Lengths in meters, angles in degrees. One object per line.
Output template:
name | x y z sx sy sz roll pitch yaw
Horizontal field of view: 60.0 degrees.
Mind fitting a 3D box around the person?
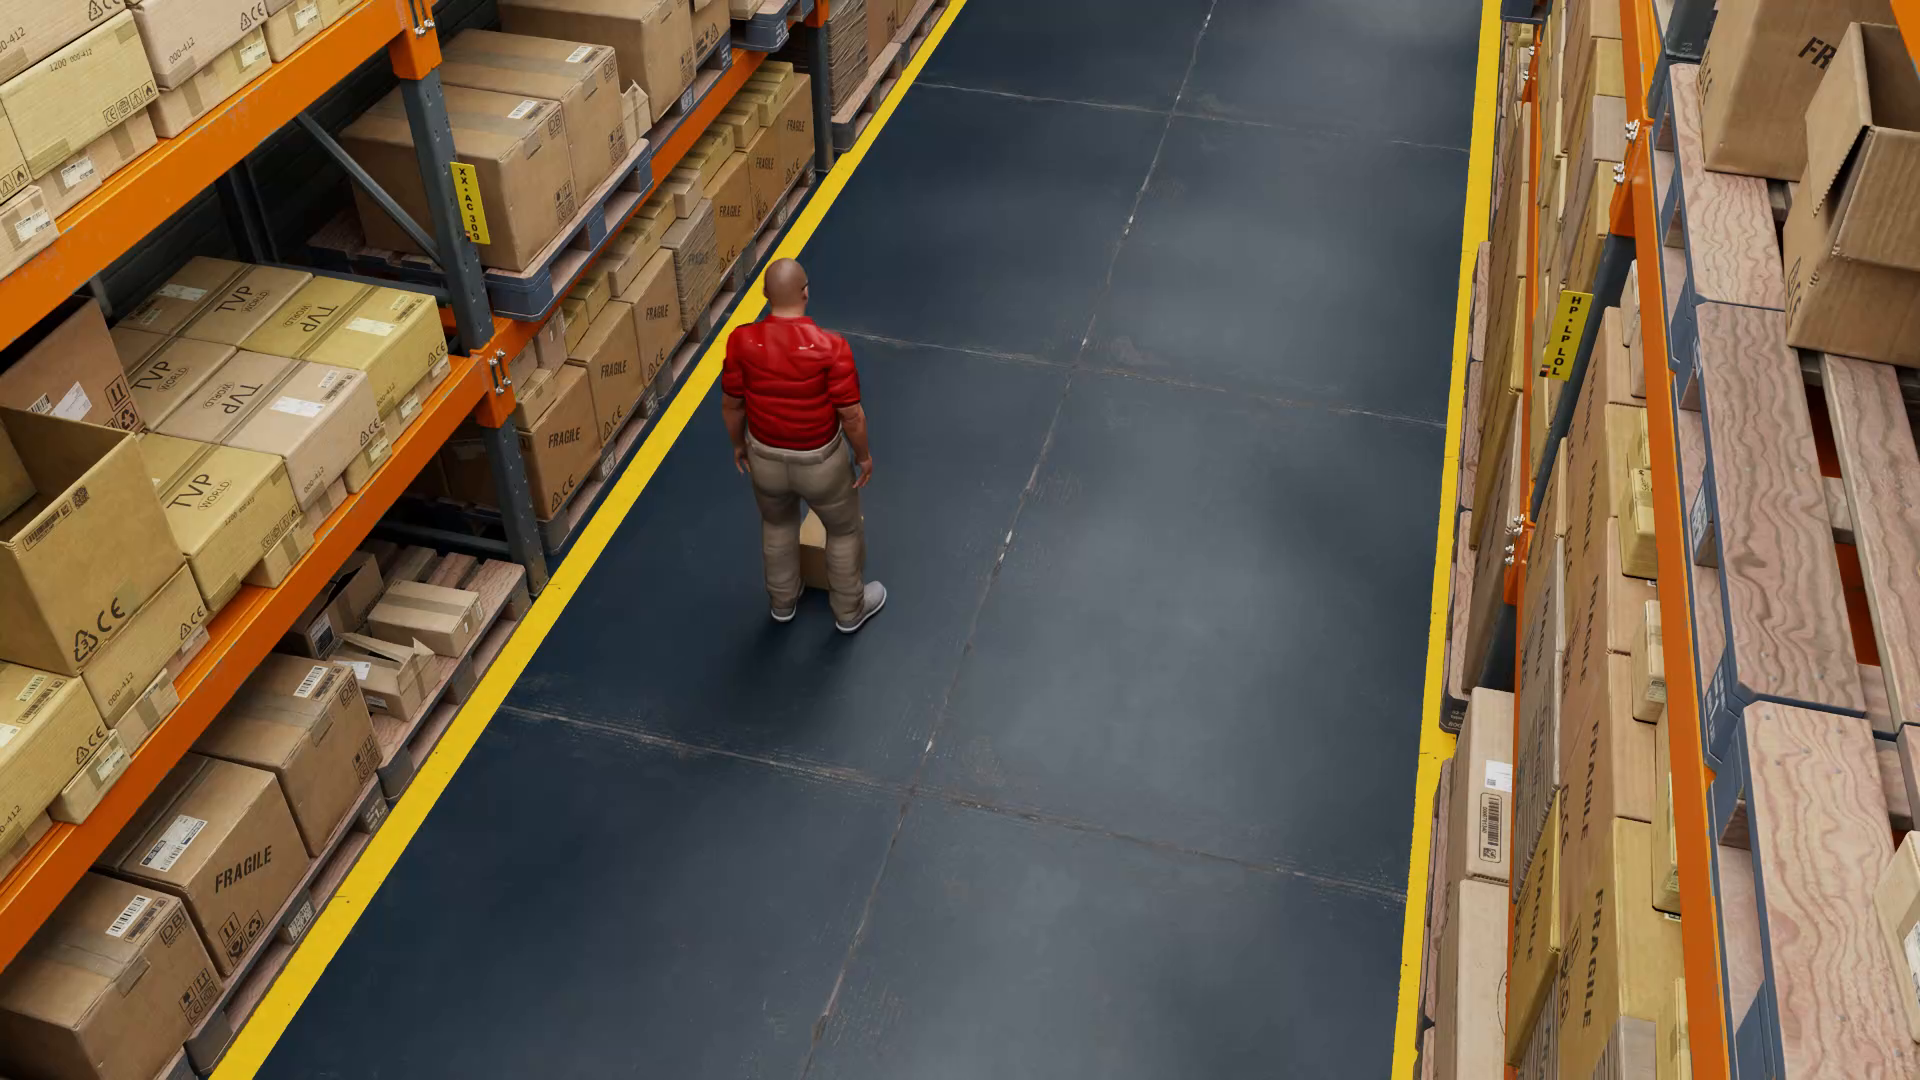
person | -0.640 -0.352 6.744 0.597 1.725 0.401 8 41 9
